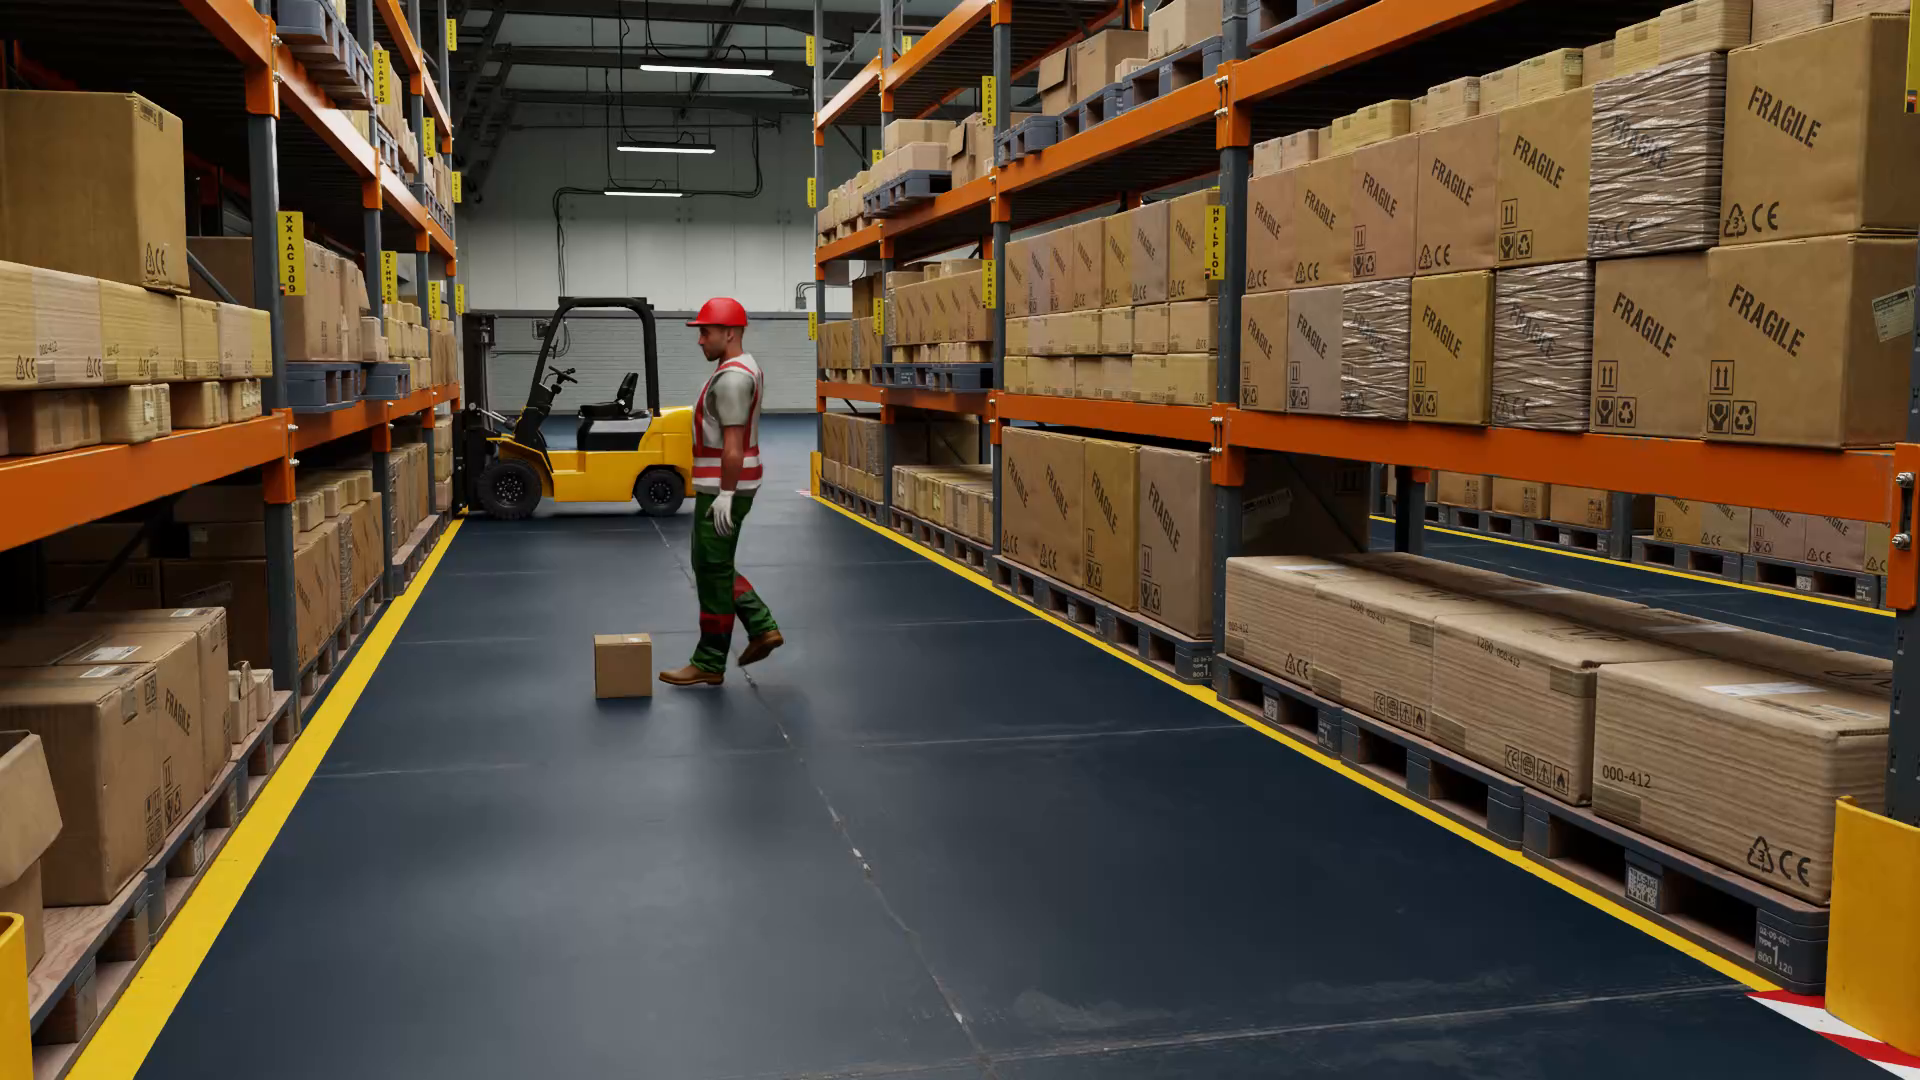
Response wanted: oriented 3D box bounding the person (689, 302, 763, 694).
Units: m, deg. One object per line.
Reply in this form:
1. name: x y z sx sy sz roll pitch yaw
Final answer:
1. person: -1.079 -0.197 7.662 0.345 1.783 0.526 -1 6 -12
